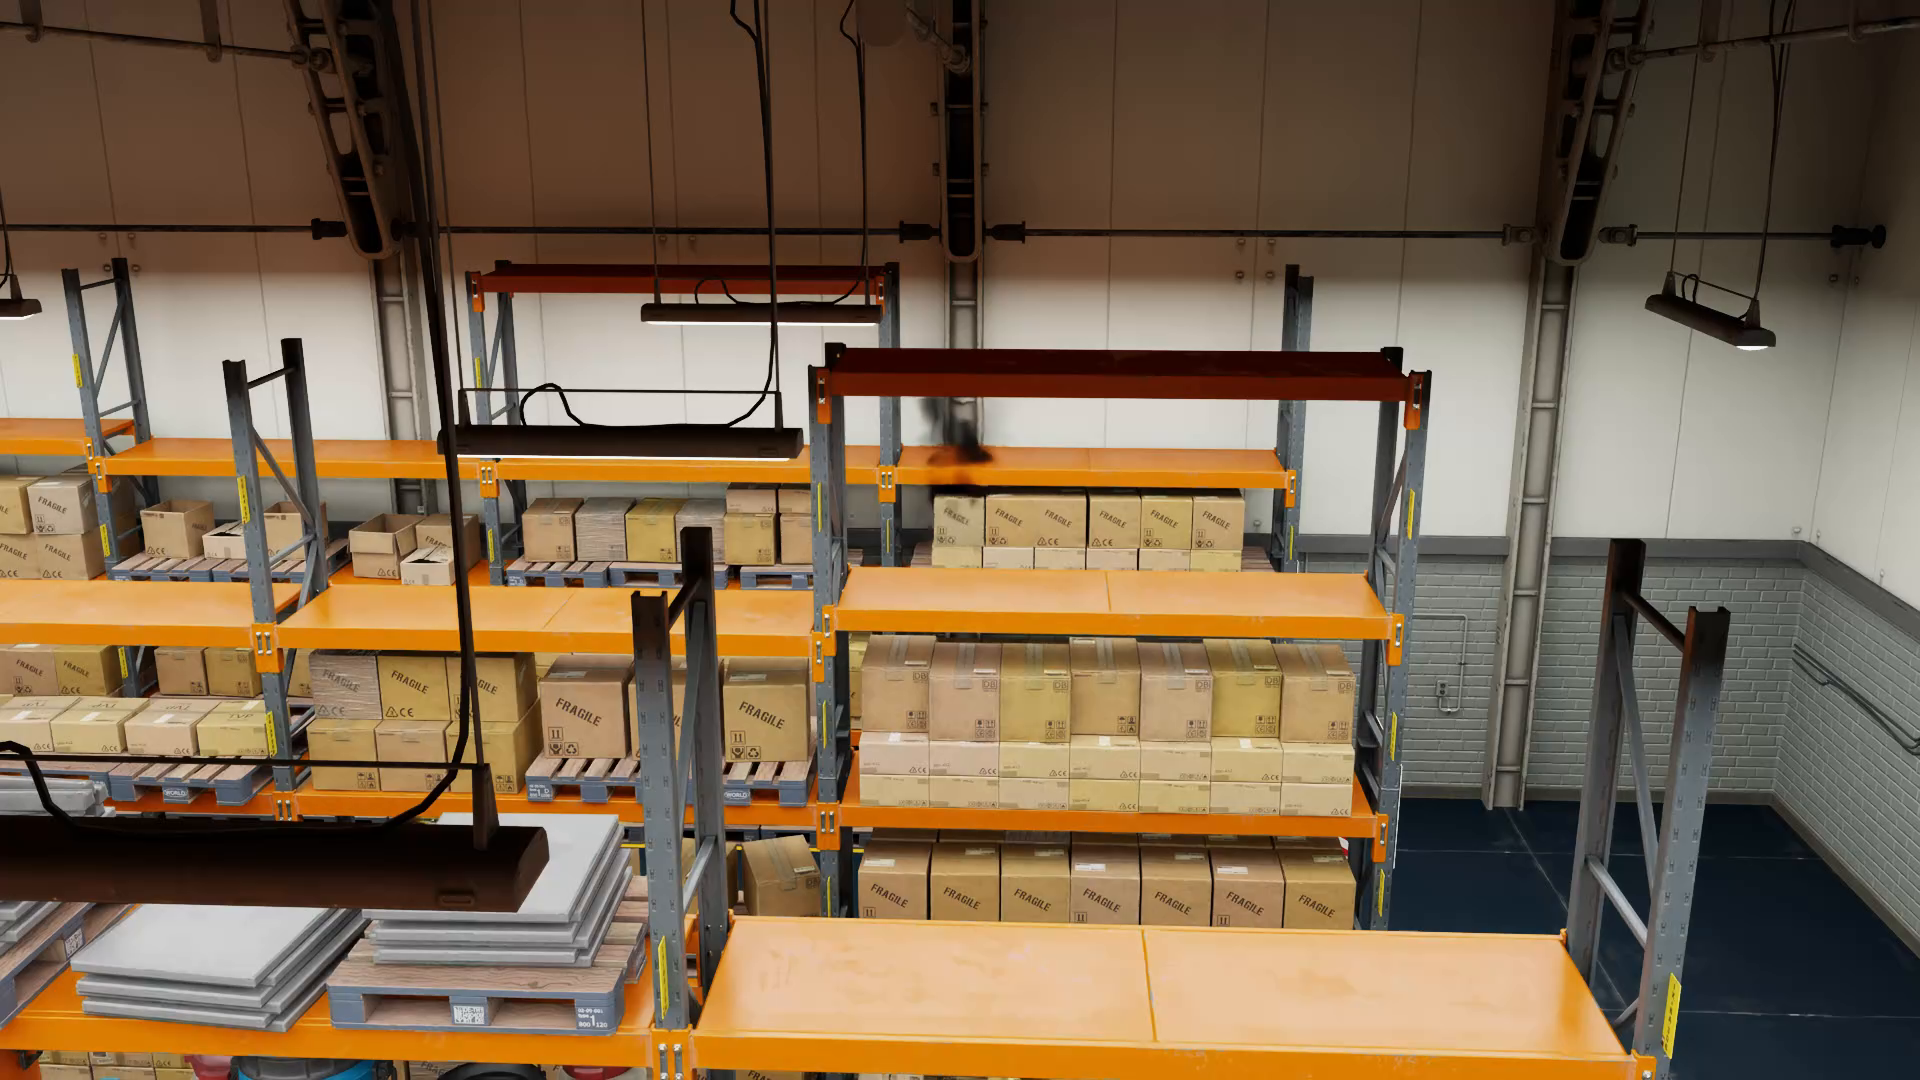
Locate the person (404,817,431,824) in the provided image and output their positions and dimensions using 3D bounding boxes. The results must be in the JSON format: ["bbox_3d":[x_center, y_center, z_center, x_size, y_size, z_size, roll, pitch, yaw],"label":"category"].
[{"bbox_3d":[-4.850,3.125,14.774,0.734,1.790,0.703,2,16,7],"label":"person"}]
